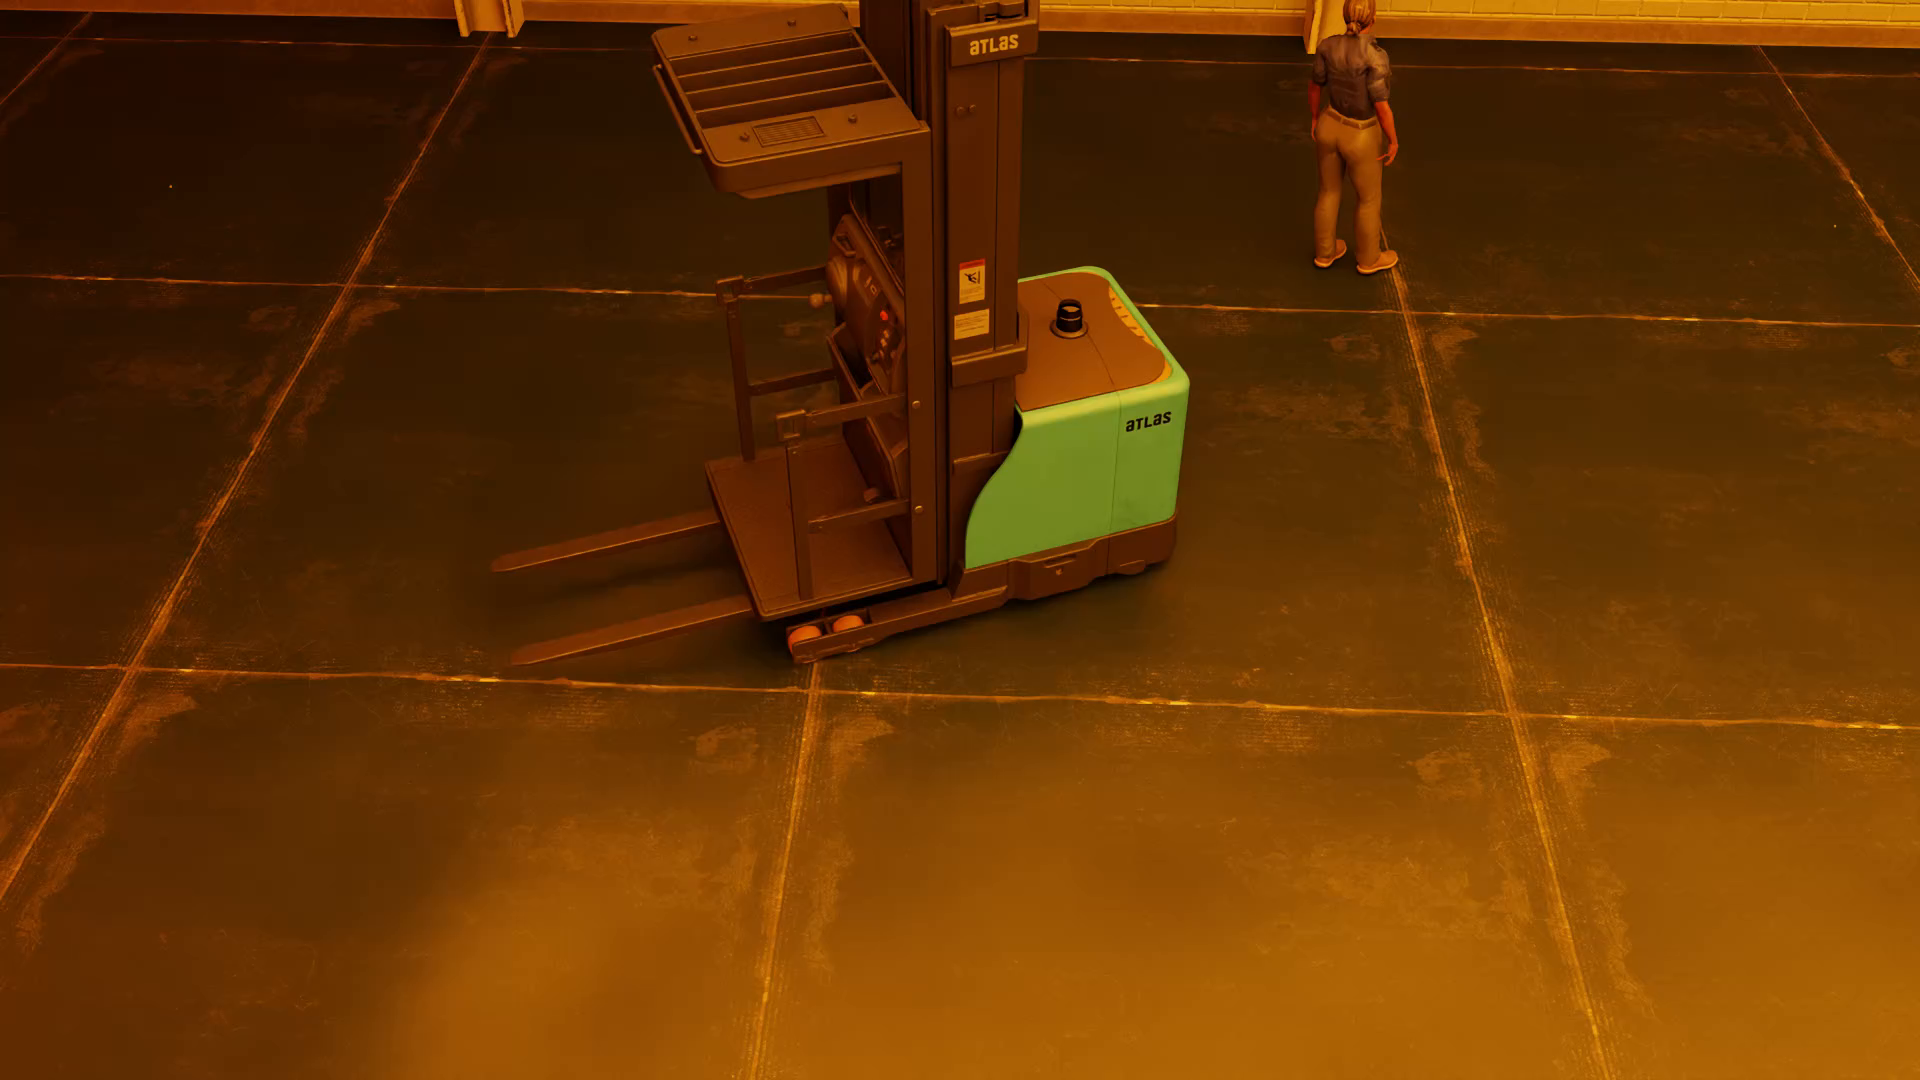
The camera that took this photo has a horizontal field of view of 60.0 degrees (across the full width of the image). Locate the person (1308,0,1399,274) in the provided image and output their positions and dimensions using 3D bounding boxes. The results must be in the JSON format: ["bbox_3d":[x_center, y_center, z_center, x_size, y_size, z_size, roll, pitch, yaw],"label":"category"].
[{"bbox_3d":[2.194,-2.243,9.136,0.569,1.654,0.504,33,52,31],"label":"person"}]

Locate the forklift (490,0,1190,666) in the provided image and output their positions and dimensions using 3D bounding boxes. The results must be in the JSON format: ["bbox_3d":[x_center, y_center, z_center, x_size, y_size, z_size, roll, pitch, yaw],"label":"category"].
[{"bbox_3d":[-0.573,-0.945,6.778,3.031,2.935,1.130,-13,44,-14],"label":"forklift"}]
